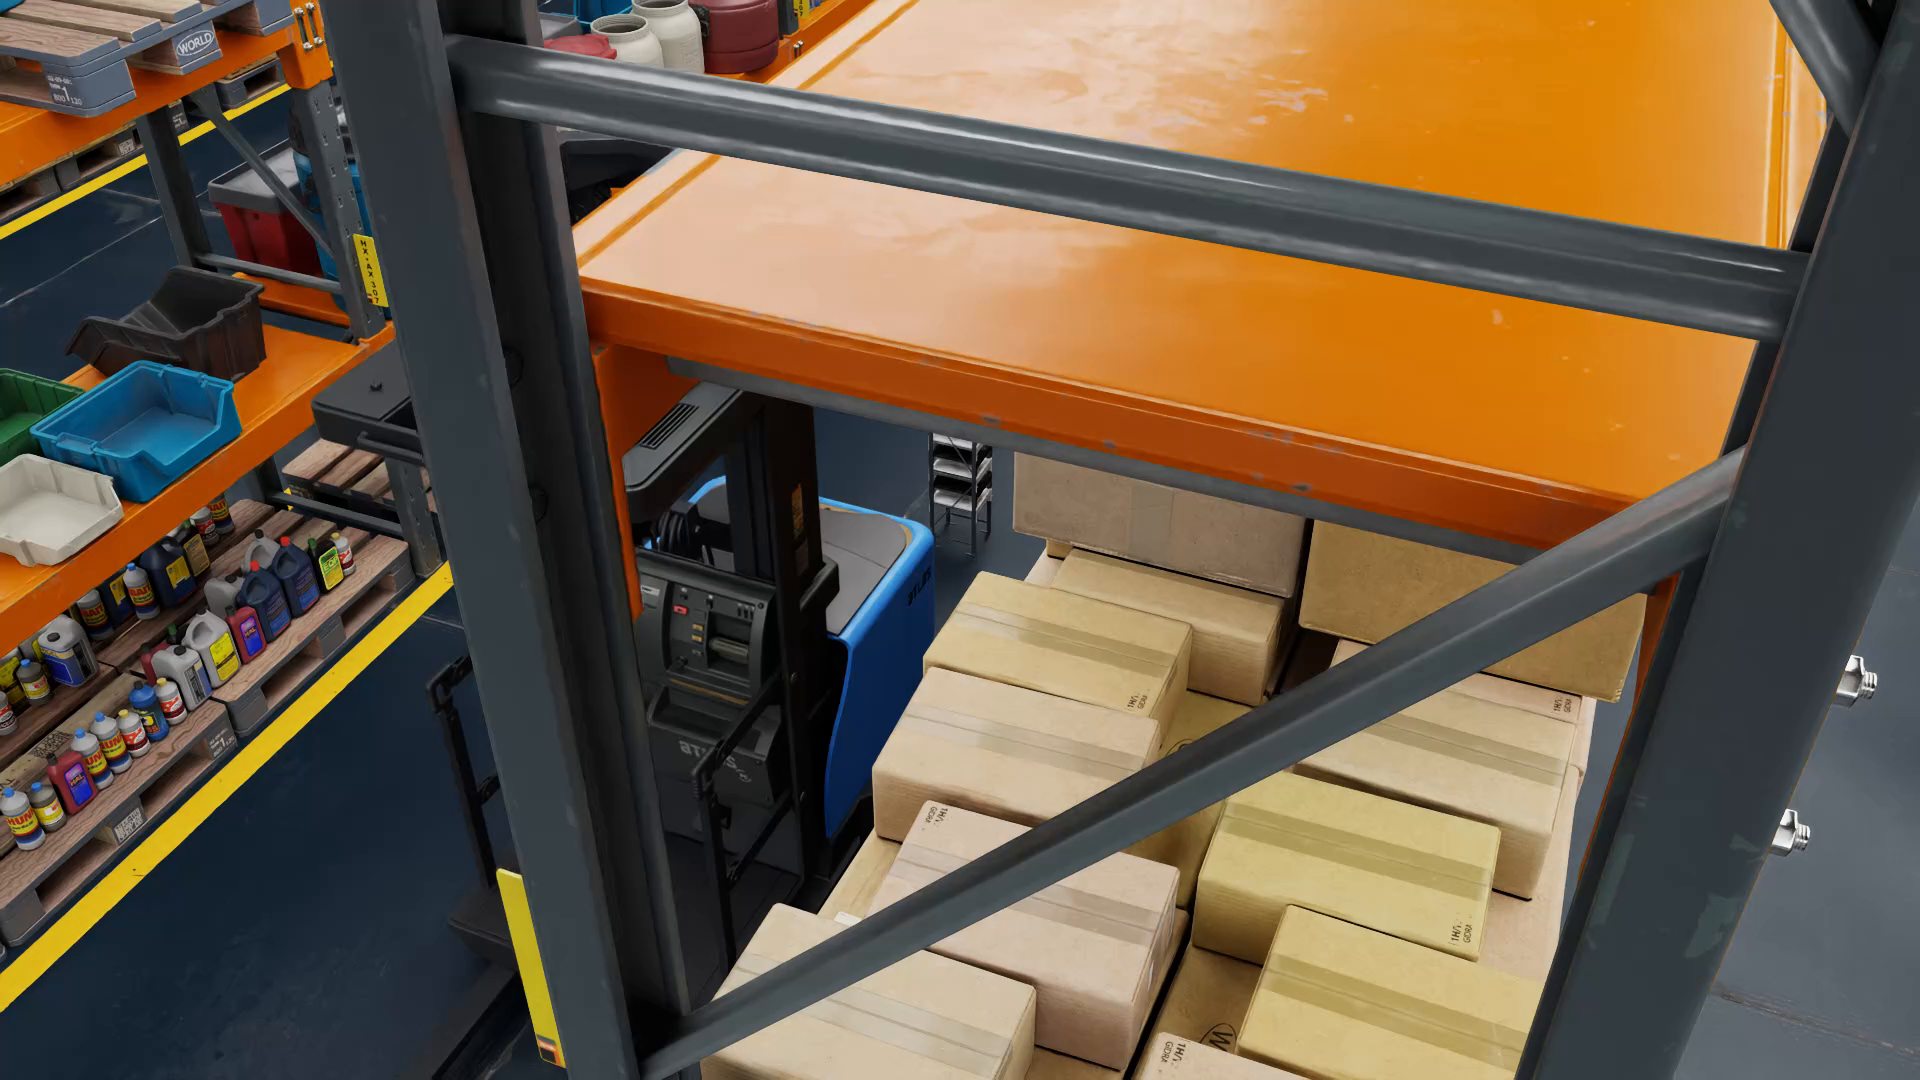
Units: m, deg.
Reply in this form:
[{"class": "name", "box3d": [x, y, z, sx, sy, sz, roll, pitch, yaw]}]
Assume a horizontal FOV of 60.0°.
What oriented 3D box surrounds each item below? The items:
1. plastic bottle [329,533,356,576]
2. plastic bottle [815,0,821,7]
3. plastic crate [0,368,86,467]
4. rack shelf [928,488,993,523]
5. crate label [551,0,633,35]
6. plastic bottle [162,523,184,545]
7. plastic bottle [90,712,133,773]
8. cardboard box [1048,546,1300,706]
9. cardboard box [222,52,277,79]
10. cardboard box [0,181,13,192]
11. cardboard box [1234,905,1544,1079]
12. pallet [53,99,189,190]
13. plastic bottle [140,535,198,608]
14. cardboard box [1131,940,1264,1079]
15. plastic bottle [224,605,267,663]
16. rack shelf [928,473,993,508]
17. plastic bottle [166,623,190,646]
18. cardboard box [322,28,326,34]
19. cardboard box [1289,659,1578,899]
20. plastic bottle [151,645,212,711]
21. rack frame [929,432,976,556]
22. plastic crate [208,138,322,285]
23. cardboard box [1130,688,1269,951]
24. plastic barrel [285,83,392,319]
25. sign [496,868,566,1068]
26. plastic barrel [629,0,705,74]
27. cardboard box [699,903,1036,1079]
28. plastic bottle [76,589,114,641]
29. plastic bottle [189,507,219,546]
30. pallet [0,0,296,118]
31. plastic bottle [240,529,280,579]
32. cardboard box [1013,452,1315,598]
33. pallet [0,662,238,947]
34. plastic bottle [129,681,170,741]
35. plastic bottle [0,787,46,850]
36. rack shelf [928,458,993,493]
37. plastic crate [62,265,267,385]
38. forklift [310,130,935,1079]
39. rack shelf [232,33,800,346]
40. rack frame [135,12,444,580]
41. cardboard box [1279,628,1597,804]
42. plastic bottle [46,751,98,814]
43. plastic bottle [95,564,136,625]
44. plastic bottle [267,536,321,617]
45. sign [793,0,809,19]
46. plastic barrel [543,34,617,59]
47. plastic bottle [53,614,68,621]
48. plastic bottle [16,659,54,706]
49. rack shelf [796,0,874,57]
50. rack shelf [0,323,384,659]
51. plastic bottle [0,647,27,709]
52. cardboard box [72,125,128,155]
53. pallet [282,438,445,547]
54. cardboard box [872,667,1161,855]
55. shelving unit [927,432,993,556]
[{"class": "plastic bottle", "box3d": [-2.848, 0.057, 7.638, 0.097, 0.201, 0.097, 0, 37, 0]}, {"class": "plastic bottle", "box3d": [-0.943, -3.546, 10.596, 0.097, 0.271, 0.097, 0, 37, 0]}, {"class": "plastic crate", "box3d": [-3.775, -0.387, 6.439, 0.450, 0.188, 0.662, 14, 39, 18]}, {"class": "rack shelf", "box3d": [0.003, -0.194, 8.114, 0.258, 0.077, 0.200, 14, 39, 18]}, {"class": "crate label", "box3d": [-2.104, -2.899, 9.594, 0.502, 0.435, 0.616, 14, 39, 18]}, {"class": "plastic bottle", "box3d": [-3.622, 0.017, 7.629, 0.152, 0.276, 0.135, 15, 39, 19]}, {"class": "plastic bottle", "box3d": [-3.373, 0.794, 6.594, 0.097, 0.271, 0.097, 0, 37, 0]}, {"class": "cardboard box", "box3d": [0.371, 0.111, 2.883, 0.380, 0.149, 0.250, 14, 39, 18]}, {"class": "cardboard box", "box3d": [-5.618, -3.866, 12.637, 0.500, 0.500, 0.500, 15, 39, 20]}, {"class": "cardboard box", "box3d": [-6.610, -2.375, 10.868, 0.500, 0.250, 0.500, 15, 39, 19]}, {"class": "cardboard box", "box3d": [0.567, 0.661, 2.146, 0.380, 0.149, 0.250, 15, 39, 19]}, {"class": "pallet", "box3d": [-6.404, -2.940, 12.008, 1.003, 0.211, 1.213, 14, 39, 18]}, {"class": "plastic bottle", "box3d": [-3.555, 0.111, 7.441, 0.144, 0.351, 0.185, 14, 39, 18]}, {"class": "cardboard box", "box3d": [0.483, 0.835, 2.248, 0.500, 0.250, 0.500, 15, 39, 19]}, {"class": "plastic bottle", "box3d": [-3.073, 0.381, 7.136, 0.061, 0.283, 0.133, 16, 40, 21]}, {"class": "rack shelf", "box3d": [0.003, -0.266, 8.060, 0.258, 0.077, 0.200, 14, 39, 18]}, {"class": "plastic bottle", "box3d": [-3.277, 0.451, 7.043, 0.061, 0.283, 0.133, 14, 39, 18]}, {"class": "cardboard box", "box3d": [-5.228, -4.434, 13.397, 0.500, 0.500, 0.500, 13, 39, 17]}, {"class": "cardboard box", "box3d": [0.719, 0.359, 2.551, 0.380, 0.149, 0.250, 15, 39, 20]}, {"class": "plastic bottle", "box3d": [-3.238, 0.552, 6.914, 0.152, 0.276, 0.135, 15, 39, 19]}, {"class": "rack frame", "box3d": [-0.036, -0.309, 7.911, 0.240, 0.900, 0.006, 14, 39, 18]}, {"class": "plastic crate", "box3d": [-3.096, -1.523, 7.728, 0.402, 0.464, 0.583, 14, 39, 18]}, {"class": "cardboard box", "box3d": [0.197, 0.440, 2.775, 0.500, 0.250, 0.500, 14, 39, 18]}, {"class": "plastic barrel", "box3d": [-2.571, -1.505, 7.339, 0.600, 0.901, 0.708, 14, 39, 18]}, {"class": "sign", "box3d": [-0.445, 0.490, 1.844, 0.100, 0.325, 0.005, 14, 39, 18]}, {"class": "plastic barrel", "box3d": [-1.670, -2.800, 9.398, 0.421, 0.512, 0.421, 0, 37, 0]}, {"class": "cardboard box", "box3d": [-0.122, 0.658, 2.151, 0.380, 0.149, 0.250, 14, 39, 18]}, {"class": "plastic bottle", "box3d": [-3.782, 0.304, 7.249, 0.097, 0.271, 0.097, 0, 37, 0]}, {"class": "plastic bottle", "box3d": [-3.563, -0.082, 7.824, 0.097, 0.201, 0.097, 0, 37, 0]}, {"class": "pallet", "box3d": [-3.182, -1.863, 5.890, 1.213, 0.211, 1.003, 14, 39, 18]}, {"class": "plastic bottle", "box3d": [-3.110, 0.115, 7.436, 0.144, 0.351, 0.185, 14, 39, 18]}, {"class": "cardboard box", "box3d": [0.416, -0.293, 2.881, 0.500, 0.500, 0.500, 14, 39, 18]}, {"class": "pallet", "box3d": [-3.755, 0.998, 6.739, 1.003, 0.211, 1.213, 14, 39, 18]}, {"class": "plastic bottle", "box3d": [-3.296, 0.682, 6.744, 0.097, 0.271, 0.097, 0, 37, 0]}, {"class": "plastic bottle", "box3d": [-3.542, 1.039, 6.266, 0.097, 0.271, 0.097, 0, 37, 0]}, {"class": "rack shelf", "box3d": [0.003, -0.338, 8.007, 0.258, 0.077, 0.200, 14, 39, 18]}, {"class": "plastic crate", "box3d": [-3.315, -0.873, 6.965, 0.767, 0.338, 0.504, 14, 39, 18]}, {"class": "forklift", "box3d": [-1.136, 0.322, 5.371, 1.130, 2.935, 3.031, 15, 39, 19]}, {"class": "rack shelf", "box3d": [-2.237, -1.978, 8.992, 1.077, 0.370, 4.000, 14, 39, 18]}, {"class": "rack frame", "box3d": [-2.998, -1.159, 7.295, 1.000, 3.000, 0.127, 14, 39, 18]}, {"class": "cardboard box", "box3d": [0.866, 0.274, 2.998, 0.500, 0.250, 0.500, 14, 39, 18]}, {"class": "plastic bottle", "box3d": [-3.439, 0.913, 6.424, 0.061, 0.283, 0.133, 14, 39, 18]}, {"class": "plastic bottle", "box3d": [-3.760, 0.183, 7.345, 0.144, 0.351, 0.185, 12, 38, 16]}, {"class": "plastic bottle", "box3d": [-2.976, 0.148, 7.392, 0.144, 0.351, 0.185, 13, 39, 17]}, {"class": "sign", "box3d": [-0.964, -3.318, 10.047, 0.100, 0.325, 0.005, 14, 39, 18]}, {"class": "plastic barrel", "box3d": [-1.987, -2.339, 8.760, 0.433, 0.535, 0.433, 0, 37, 0]}, {"class": "plastic bottle", "box3d": [-3.890, 0.394, 7.188, 0.097, 0.201, 0.097, 0, 37, 0]}, {"class": "plastic bottle", "box3d": [-3.865, 0.584, 6.933, 0.097, 0.201, 0.097, 0, 37, 0]}, {"class": "rack shelf", "box3d": [-0.715, -4.193, 11.955, 1.077, 0.370, 4.000, 14, 39, 18]}, {"class": "rack shelf", "box3d": [-3.759, 0.236, 6.029, 1.077, 0.370, 4.000, 14, 39, 18]}, {"class": "plastic bottle", "box3d": [-3.993, 0.521, 6.893, 0.144, 0.351, 0.185, 15, 39, 20]}, {"class": "cardboard box", "box3d": [-6.223, -2.938, 11.621, 0.500, 0.250, 0.500, 13, 39, 17]}, {"class": "pallet", "box3d": [-2.735, -0.486, 8.724, 1.003, 0.211, 1.213, 14, 39, 18]}, {"class": "cardboard box", "box3d": [0.088, 0.364, 2.544, 0.380, 0.149, 0.250, 12, 38, 16]}, {"class": "shelving unit", "box3d": [0.003, -0.365, 7.987, 0.258, 0.900, 0.210, 14, 39, 18]}]
